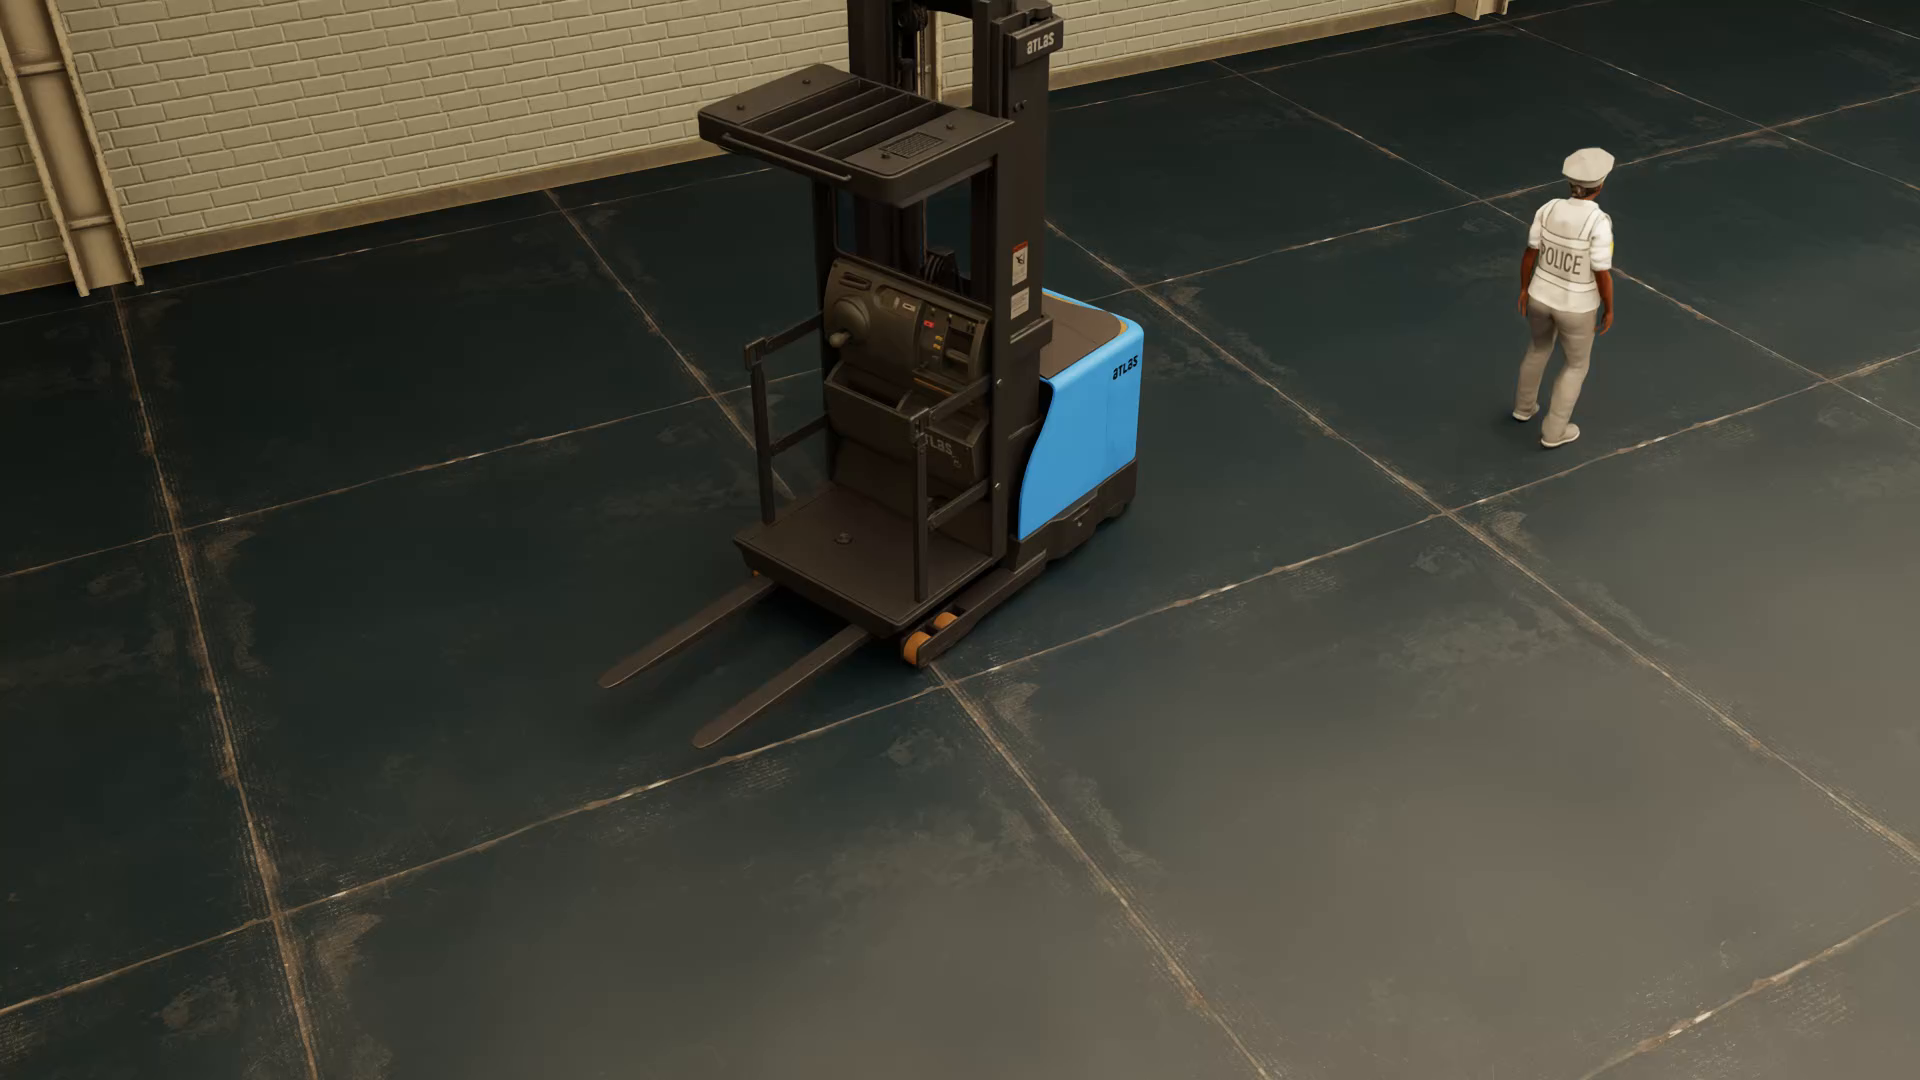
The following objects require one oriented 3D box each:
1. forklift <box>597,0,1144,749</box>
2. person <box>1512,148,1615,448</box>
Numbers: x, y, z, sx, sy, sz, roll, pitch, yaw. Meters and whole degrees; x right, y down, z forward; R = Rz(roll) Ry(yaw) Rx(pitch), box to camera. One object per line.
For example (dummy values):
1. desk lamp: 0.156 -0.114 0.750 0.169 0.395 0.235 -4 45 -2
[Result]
1. forklift: -0.390 -0.927 7.434 1.130 2.935 3.031 26 43 31
2. person: 3.335 -1.311 9.094 0.470 1.716 0.530 -25 42 -31
